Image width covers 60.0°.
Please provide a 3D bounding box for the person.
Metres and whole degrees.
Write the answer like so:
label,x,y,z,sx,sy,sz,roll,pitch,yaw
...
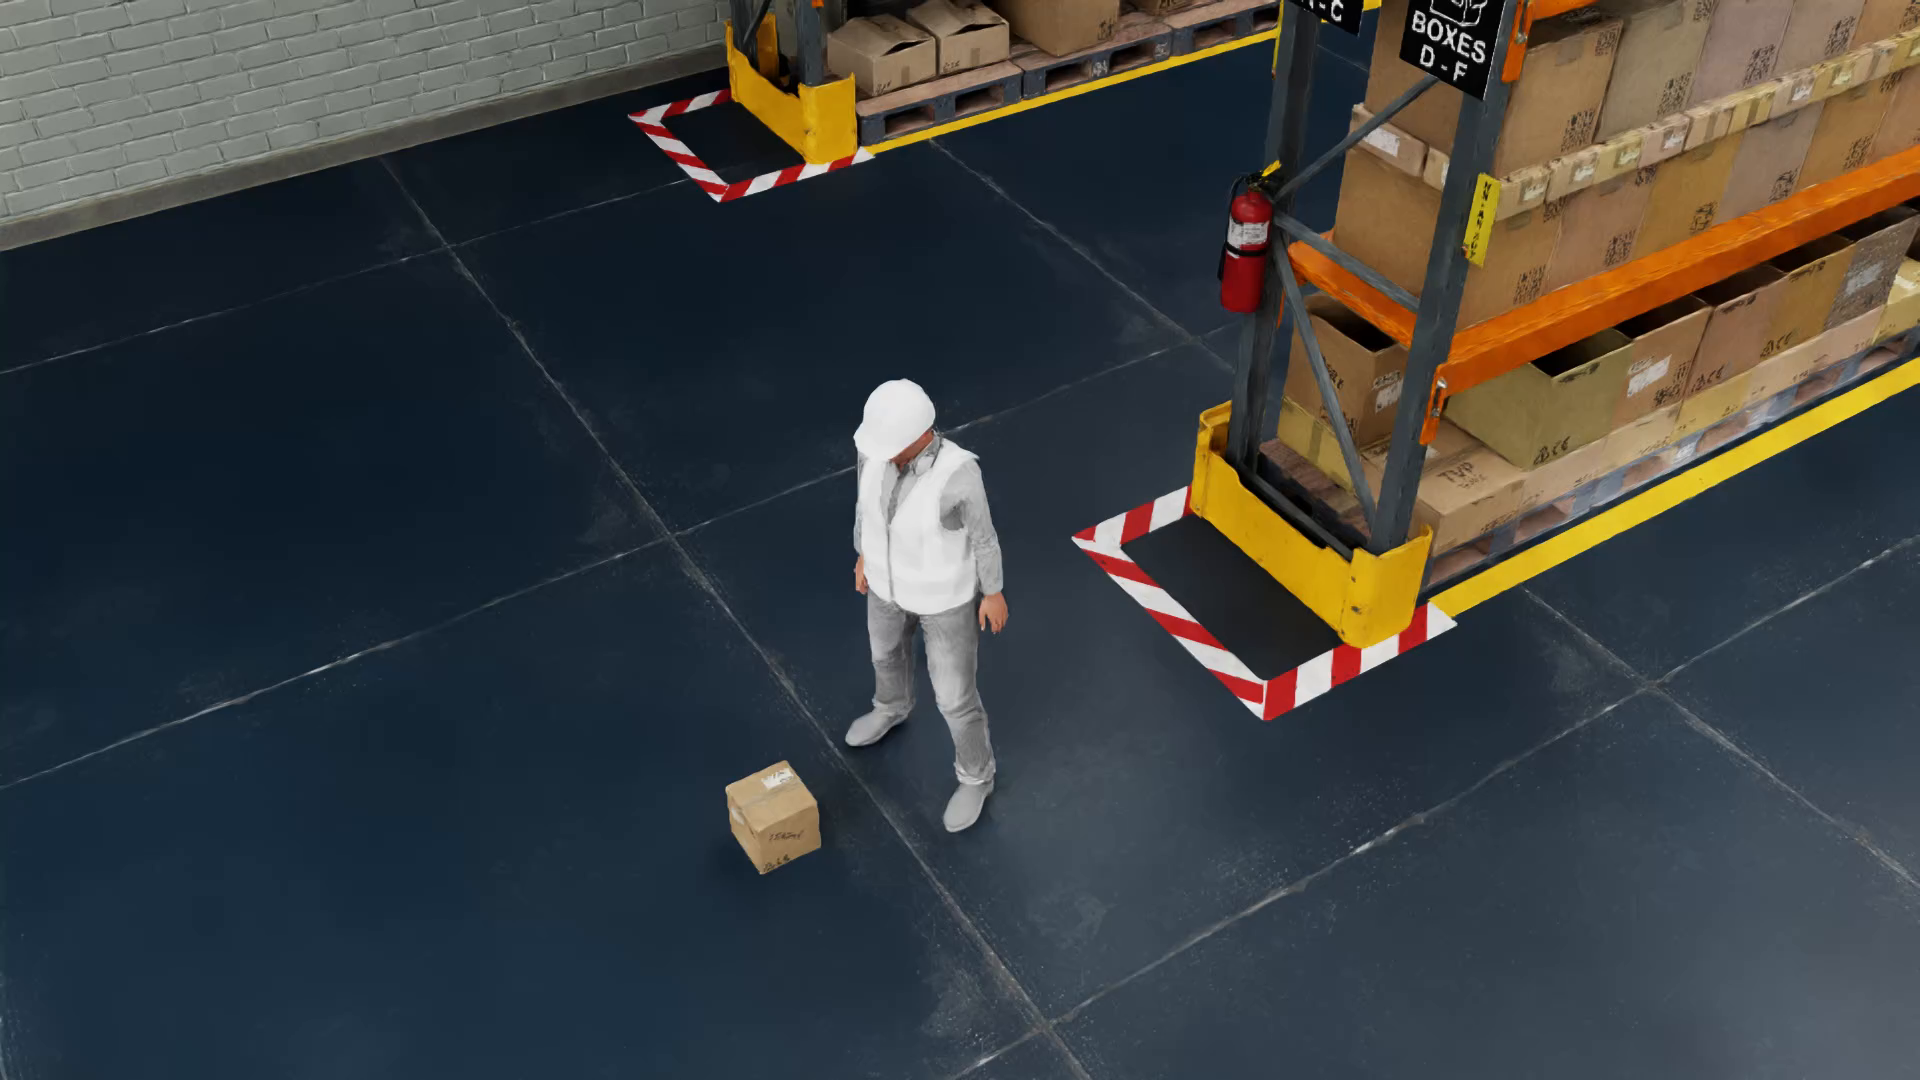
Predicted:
label,x,y,z,sx,sy,sz,roll,pitch,yaw
person,-0.142,0.195,5.882,0.689,1.763,0.474,25,46,26
